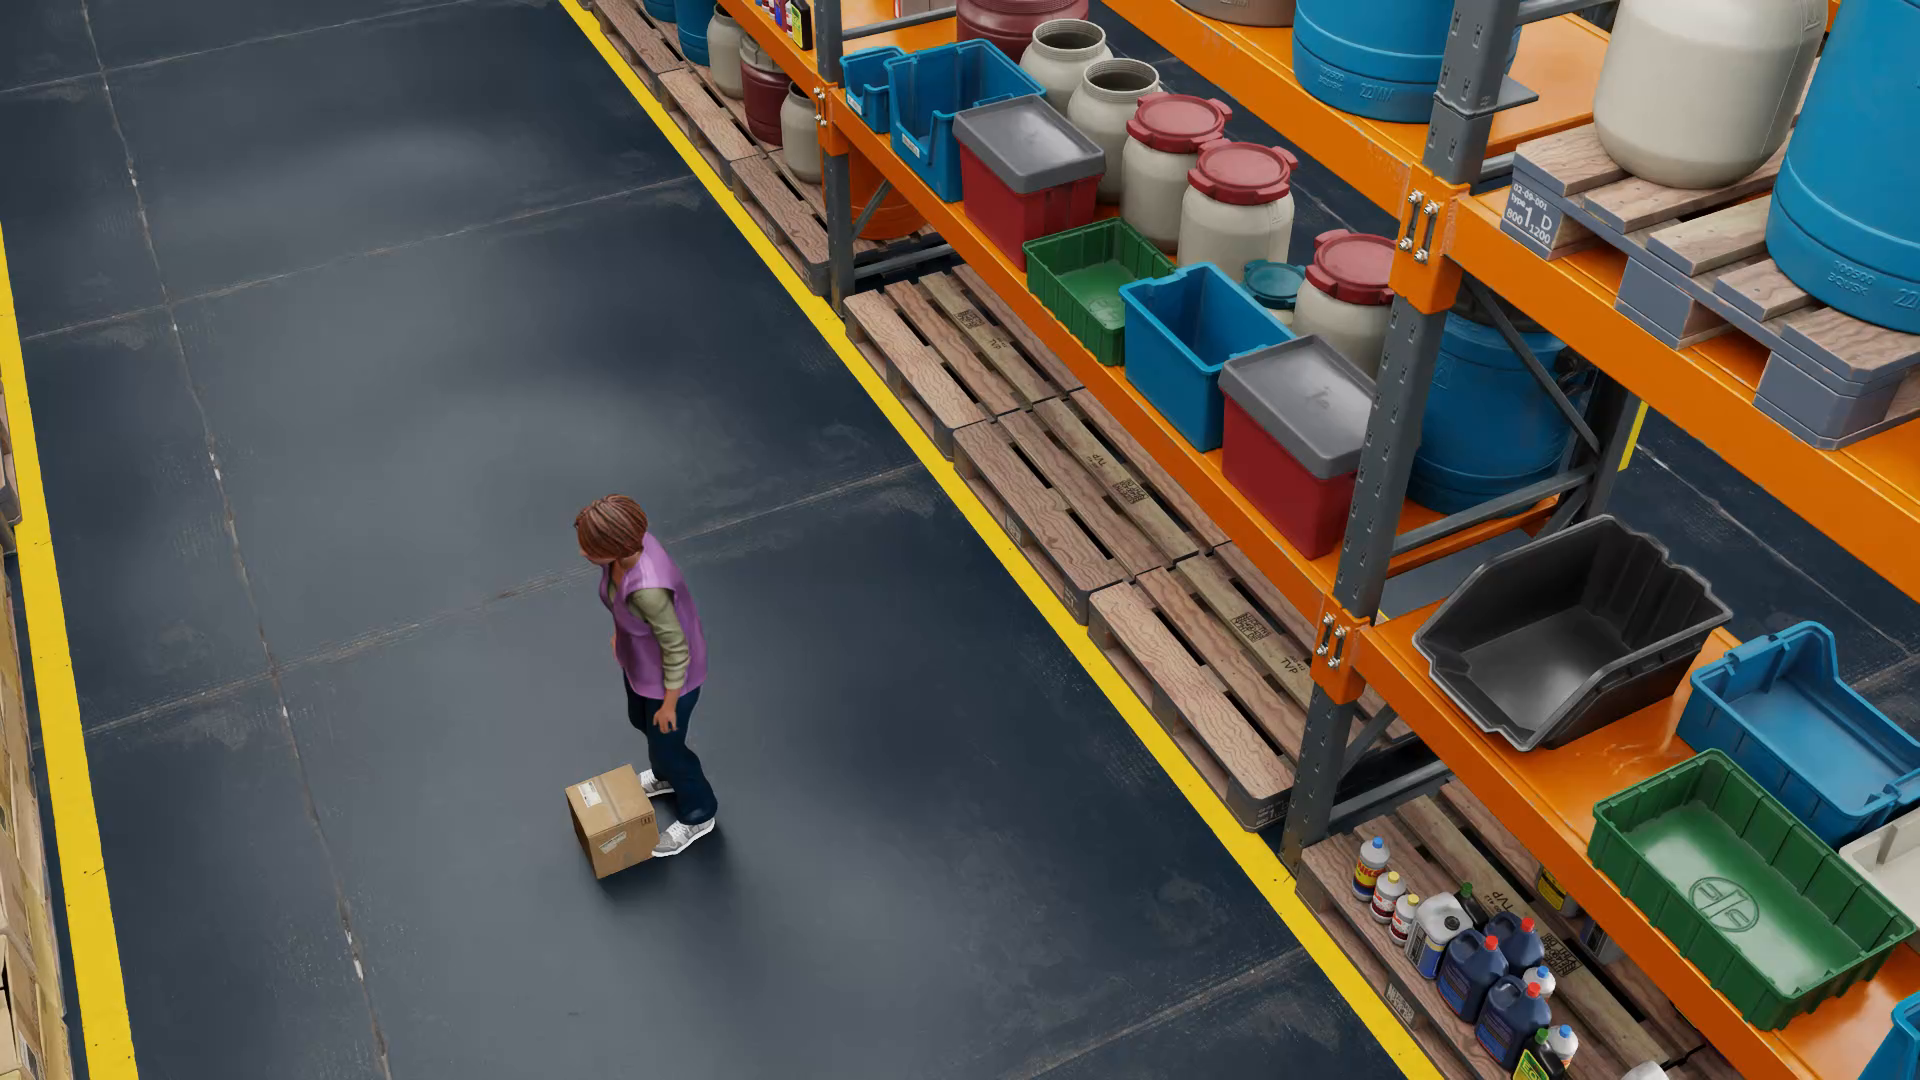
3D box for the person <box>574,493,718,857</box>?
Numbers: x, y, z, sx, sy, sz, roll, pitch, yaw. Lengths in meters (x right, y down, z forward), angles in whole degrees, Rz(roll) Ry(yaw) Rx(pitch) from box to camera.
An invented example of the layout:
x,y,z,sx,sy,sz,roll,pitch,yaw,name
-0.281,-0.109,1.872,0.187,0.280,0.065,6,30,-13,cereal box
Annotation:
x,y,z,sx,sy,sz,roll,pitch,yaw,name
-1.045,0.447,5.676,0.343,1.582,0.480,-21,46,-22,person
